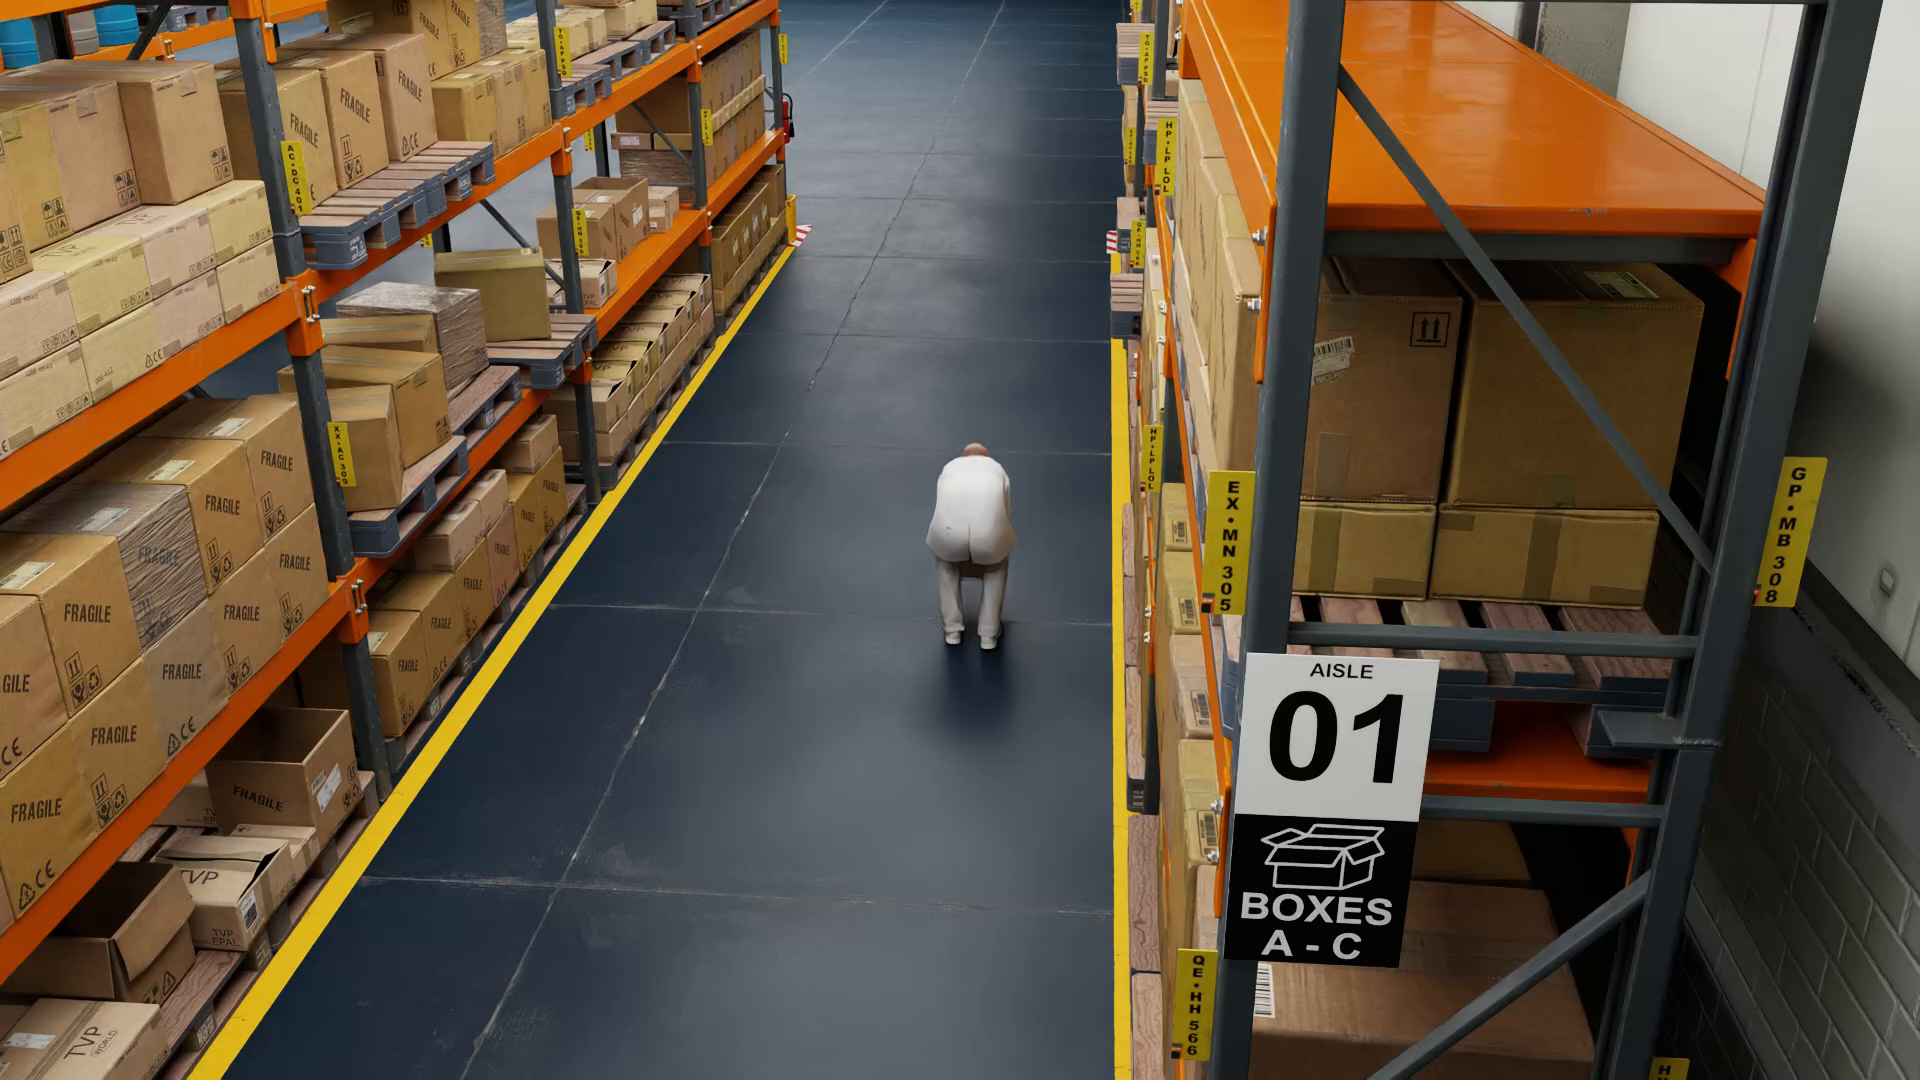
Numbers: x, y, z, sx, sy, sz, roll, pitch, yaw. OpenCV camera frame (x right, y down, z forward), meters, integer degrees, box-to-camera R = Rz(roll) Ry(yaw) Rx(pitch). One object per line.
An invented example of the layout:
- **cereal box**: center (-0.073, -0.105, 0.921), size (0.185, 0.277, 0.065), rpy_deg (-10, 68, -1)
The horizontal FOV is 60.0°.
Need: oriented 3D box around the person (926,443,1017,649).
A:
- **person**: center (0.077, 0.015, 10.385), size (0.562, 1.126, 0.950), rpy_deg (1, 24, 2)
